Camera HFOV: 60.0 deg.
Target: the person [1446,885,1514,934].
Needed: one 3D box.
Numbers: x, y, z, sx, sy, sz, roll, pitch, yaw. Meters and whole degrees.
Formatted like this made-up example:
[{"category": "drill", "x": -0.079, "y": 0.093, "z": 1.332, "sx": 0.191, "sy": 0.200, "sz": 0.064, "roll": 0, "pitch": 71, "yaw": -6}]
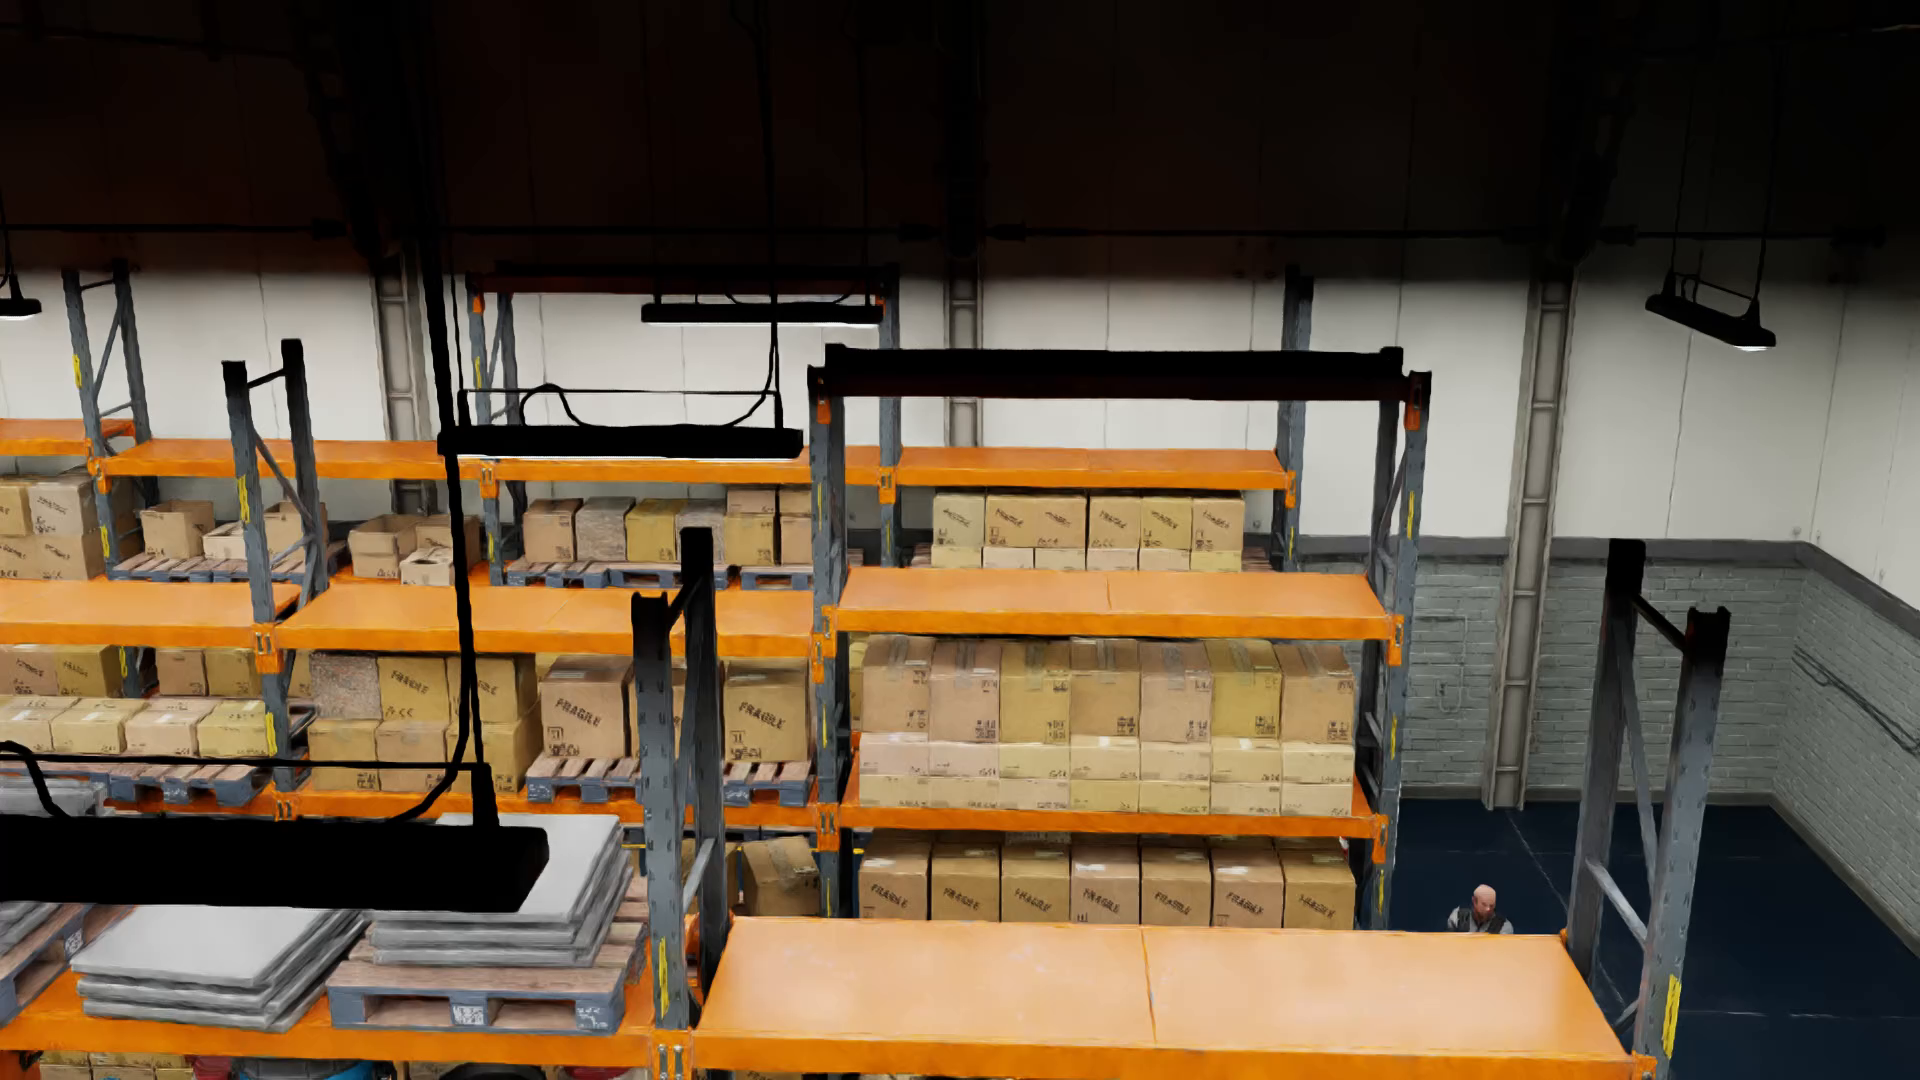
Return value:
[{"category": "person", "x": 4.127, "y": 3.541, "z": 13.328, "sx": 0.556, "sy": 1.726, "sz": 0.525, "roll": 11, "pitch": 19, "yaw": 33}]
